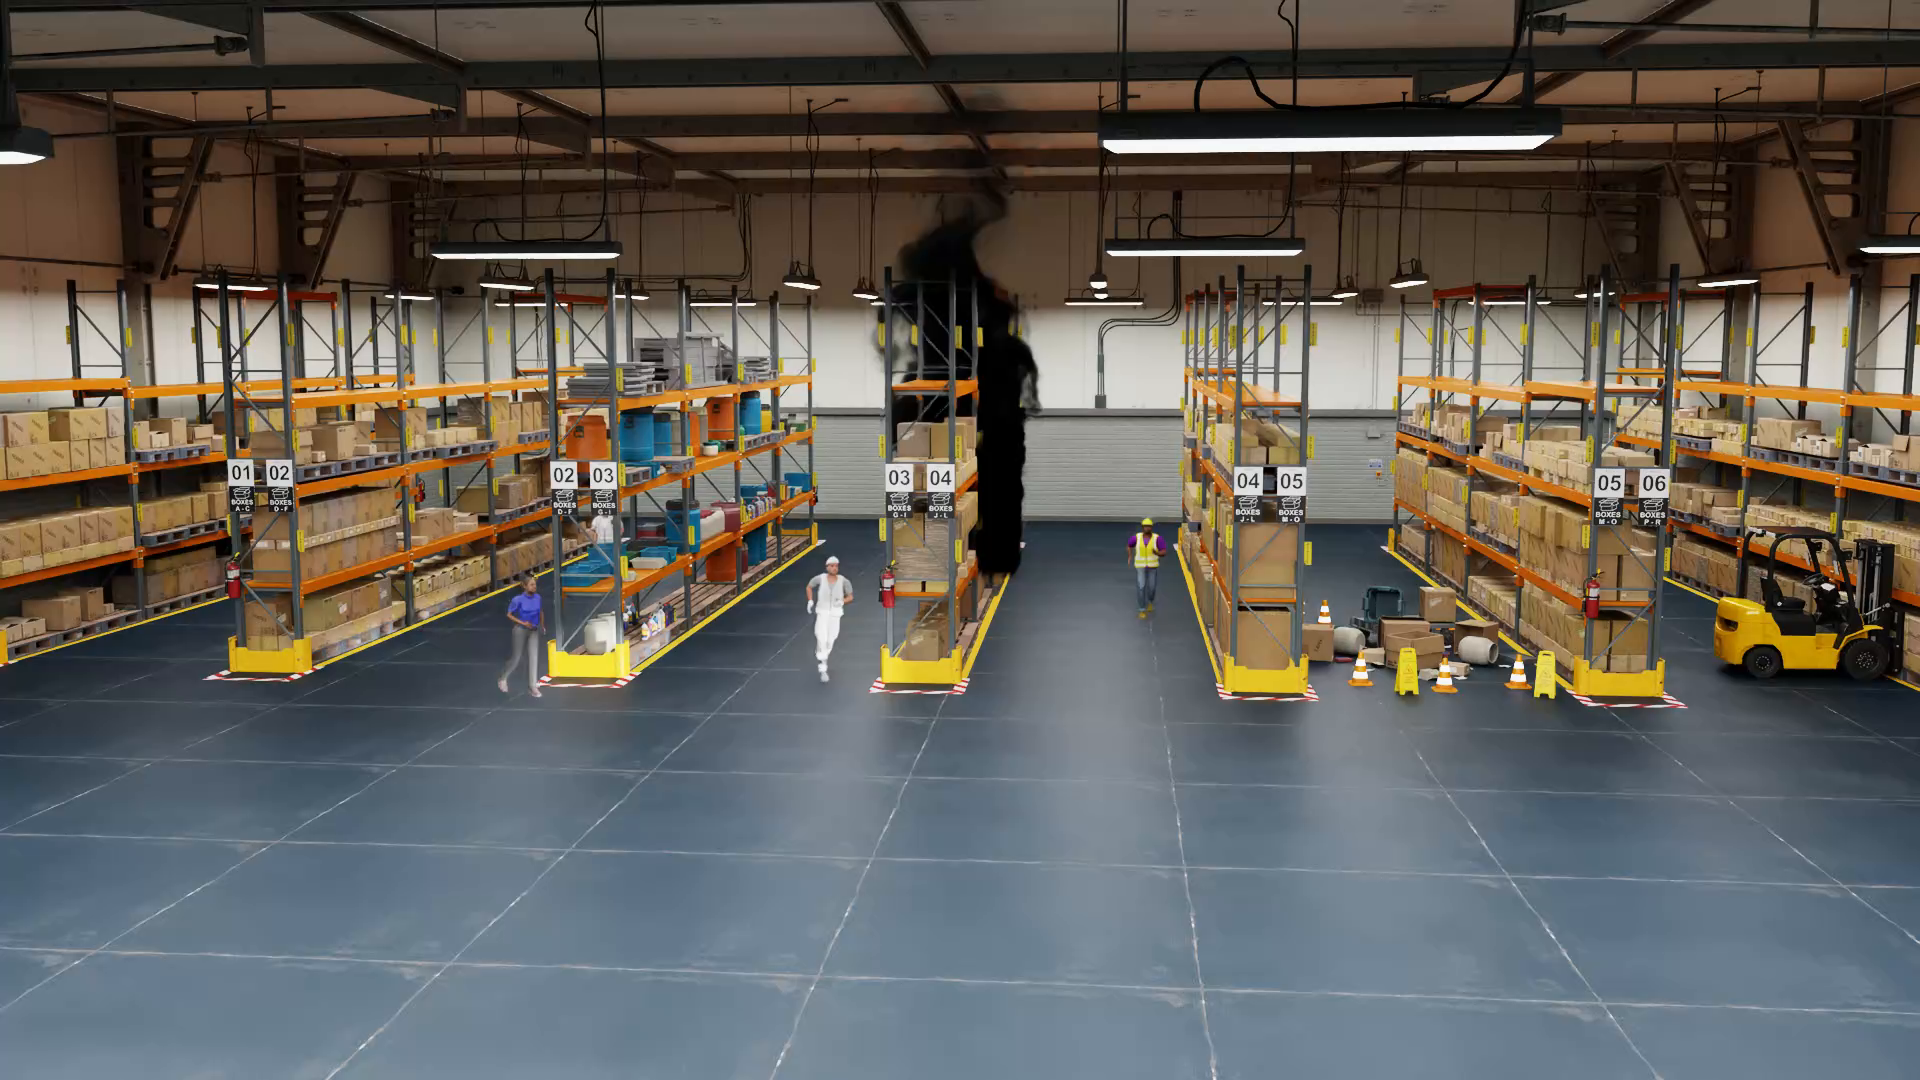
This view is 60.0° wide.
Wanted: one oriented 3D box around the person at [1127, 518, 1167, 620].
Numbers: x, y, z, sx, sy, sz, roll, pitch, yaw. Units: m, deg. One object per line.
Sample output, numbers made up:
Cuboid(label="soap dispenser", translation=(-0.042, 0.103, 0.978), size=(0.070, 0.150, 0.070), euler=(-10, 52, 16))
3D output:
Cuboid(label="person", translation=(3.339, 0.488, 29.731), size=(0.700, 1.757, 0.982), euler=(1, 7, 5))

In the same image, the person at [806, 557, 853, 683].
Cuboid(label="person", translation=(-1.924, 1.138, 24.638), size=(0.680, 1.814, 0.925), euler=(-1, 7, -12))

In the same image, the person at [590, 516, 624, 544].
Cuboid(label="person", translation=(-7.068, 0.100, 33.215), size=(0.645, 1.741, 0.604), euler=(-1, 7, -4))

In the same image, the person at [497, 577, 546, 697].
Cuboid(label="person", translation=(-6.062, 1.432, 23.368), size=(0.626, 1.433, 0.880), euler=(-7, 10, -43))
